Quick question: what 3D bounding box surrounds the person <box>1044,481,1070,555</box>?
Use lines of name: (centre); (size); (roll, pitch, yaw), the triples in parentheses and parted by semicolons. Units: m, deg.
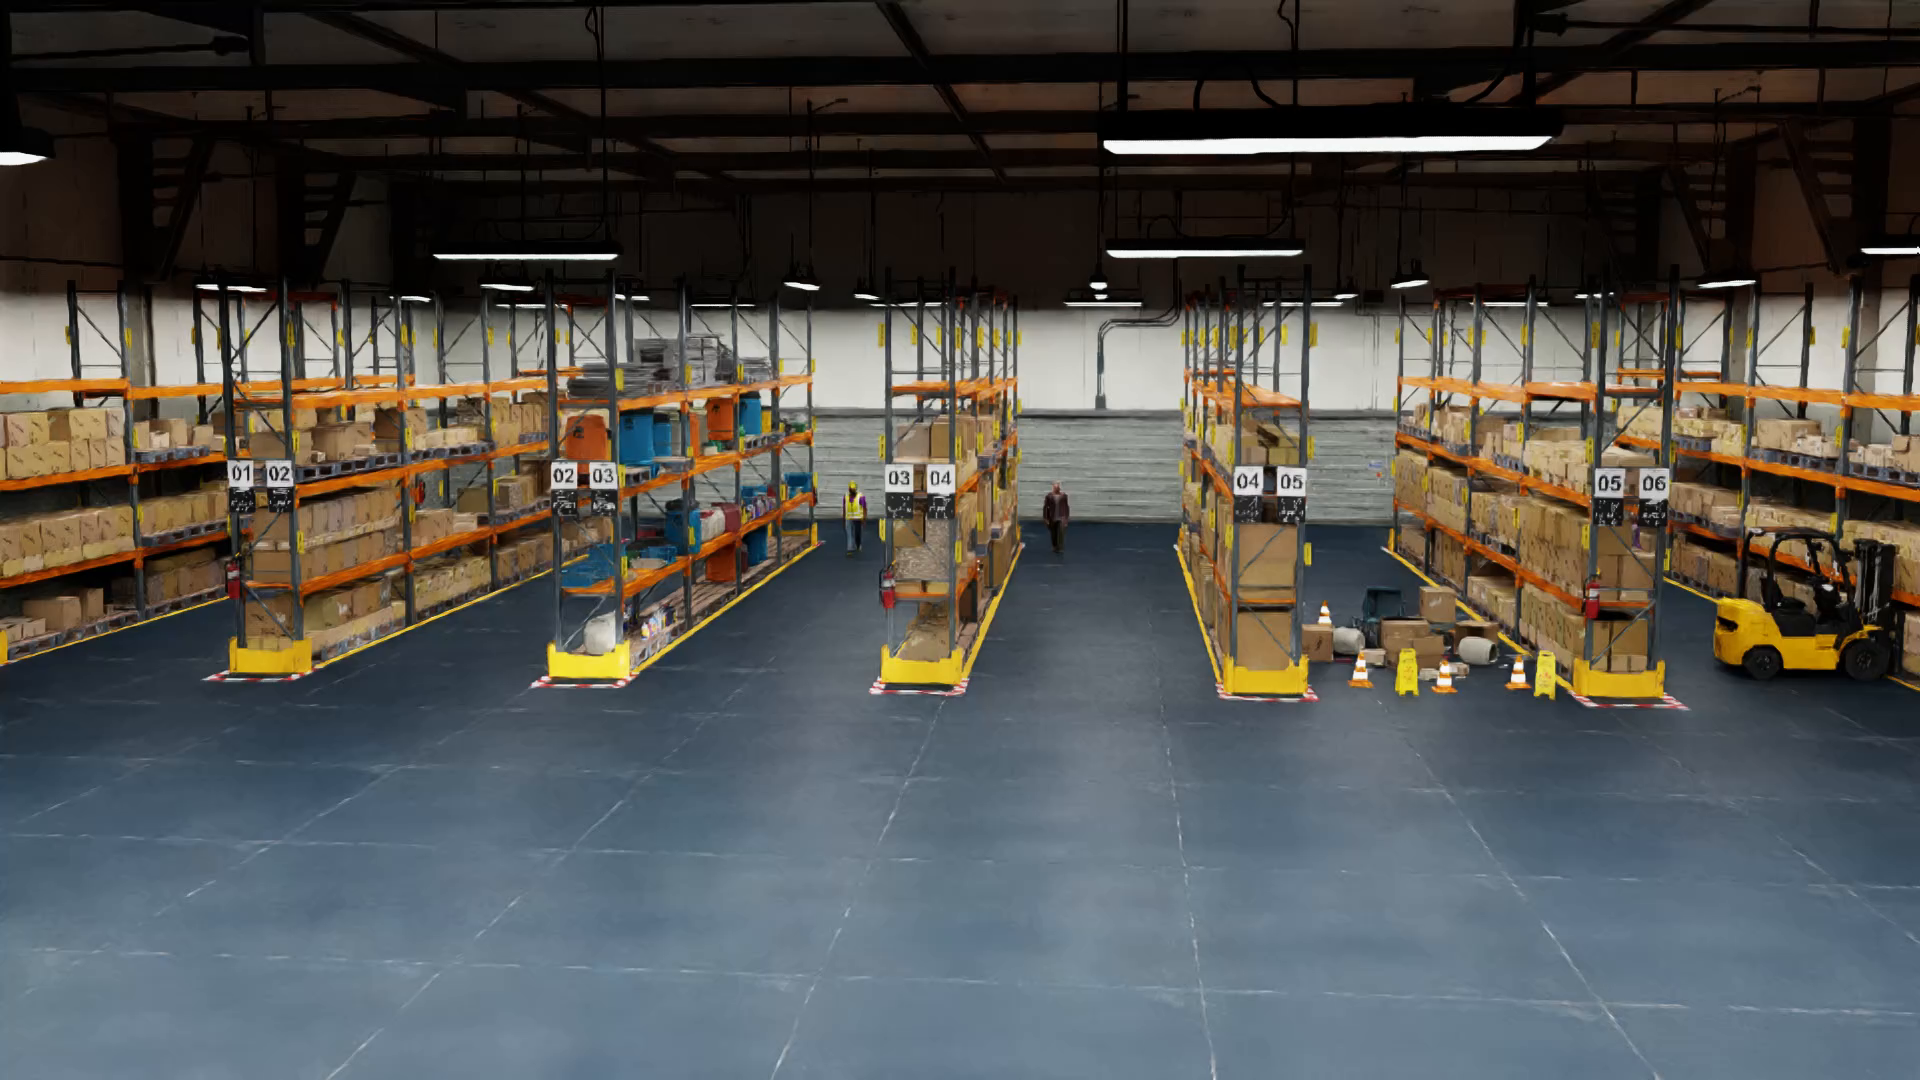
person: (2.227, -0.528, 38.461); (0.598, 1.698, 1.193); (1, 7, 7)

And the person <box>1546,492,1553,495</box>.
person: (13.519, -0.445, 38.278); (0.639, 1.632, 0.512); (0, 7, 4)

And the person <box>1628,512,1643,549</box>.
person: (13.175, 0.248, 32.609); (0.536, 1.578, 0.534); (4, 8, 29)

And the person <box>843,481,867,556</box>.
person: (-2.438, -0.511, 38.422); (0.589, 1.716, 1.043); (0, 7, 4)
